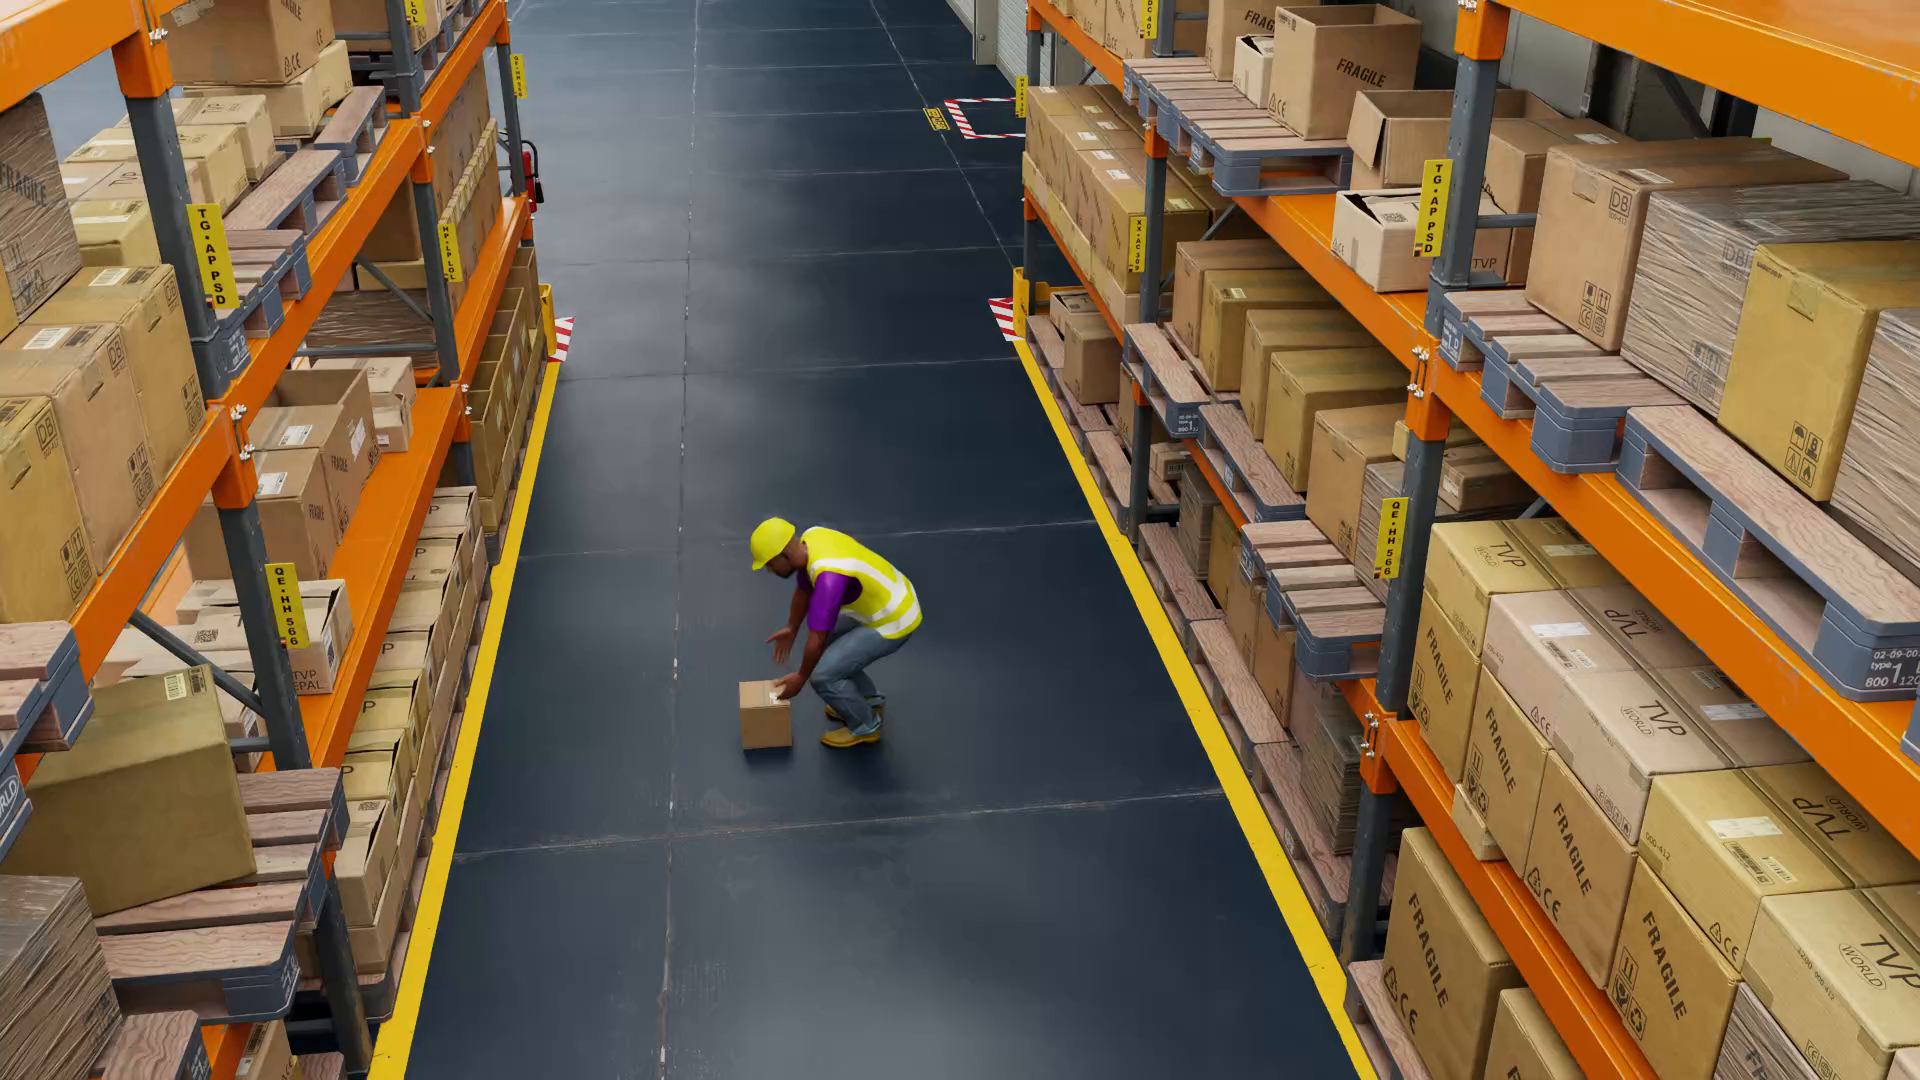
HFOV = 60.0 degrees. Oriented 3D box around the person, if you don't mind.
[{"bbox_3d":[-0.602,0.439,8.296,0.828,1.253,0.625,-4,27,-7],"label":"person"}]
